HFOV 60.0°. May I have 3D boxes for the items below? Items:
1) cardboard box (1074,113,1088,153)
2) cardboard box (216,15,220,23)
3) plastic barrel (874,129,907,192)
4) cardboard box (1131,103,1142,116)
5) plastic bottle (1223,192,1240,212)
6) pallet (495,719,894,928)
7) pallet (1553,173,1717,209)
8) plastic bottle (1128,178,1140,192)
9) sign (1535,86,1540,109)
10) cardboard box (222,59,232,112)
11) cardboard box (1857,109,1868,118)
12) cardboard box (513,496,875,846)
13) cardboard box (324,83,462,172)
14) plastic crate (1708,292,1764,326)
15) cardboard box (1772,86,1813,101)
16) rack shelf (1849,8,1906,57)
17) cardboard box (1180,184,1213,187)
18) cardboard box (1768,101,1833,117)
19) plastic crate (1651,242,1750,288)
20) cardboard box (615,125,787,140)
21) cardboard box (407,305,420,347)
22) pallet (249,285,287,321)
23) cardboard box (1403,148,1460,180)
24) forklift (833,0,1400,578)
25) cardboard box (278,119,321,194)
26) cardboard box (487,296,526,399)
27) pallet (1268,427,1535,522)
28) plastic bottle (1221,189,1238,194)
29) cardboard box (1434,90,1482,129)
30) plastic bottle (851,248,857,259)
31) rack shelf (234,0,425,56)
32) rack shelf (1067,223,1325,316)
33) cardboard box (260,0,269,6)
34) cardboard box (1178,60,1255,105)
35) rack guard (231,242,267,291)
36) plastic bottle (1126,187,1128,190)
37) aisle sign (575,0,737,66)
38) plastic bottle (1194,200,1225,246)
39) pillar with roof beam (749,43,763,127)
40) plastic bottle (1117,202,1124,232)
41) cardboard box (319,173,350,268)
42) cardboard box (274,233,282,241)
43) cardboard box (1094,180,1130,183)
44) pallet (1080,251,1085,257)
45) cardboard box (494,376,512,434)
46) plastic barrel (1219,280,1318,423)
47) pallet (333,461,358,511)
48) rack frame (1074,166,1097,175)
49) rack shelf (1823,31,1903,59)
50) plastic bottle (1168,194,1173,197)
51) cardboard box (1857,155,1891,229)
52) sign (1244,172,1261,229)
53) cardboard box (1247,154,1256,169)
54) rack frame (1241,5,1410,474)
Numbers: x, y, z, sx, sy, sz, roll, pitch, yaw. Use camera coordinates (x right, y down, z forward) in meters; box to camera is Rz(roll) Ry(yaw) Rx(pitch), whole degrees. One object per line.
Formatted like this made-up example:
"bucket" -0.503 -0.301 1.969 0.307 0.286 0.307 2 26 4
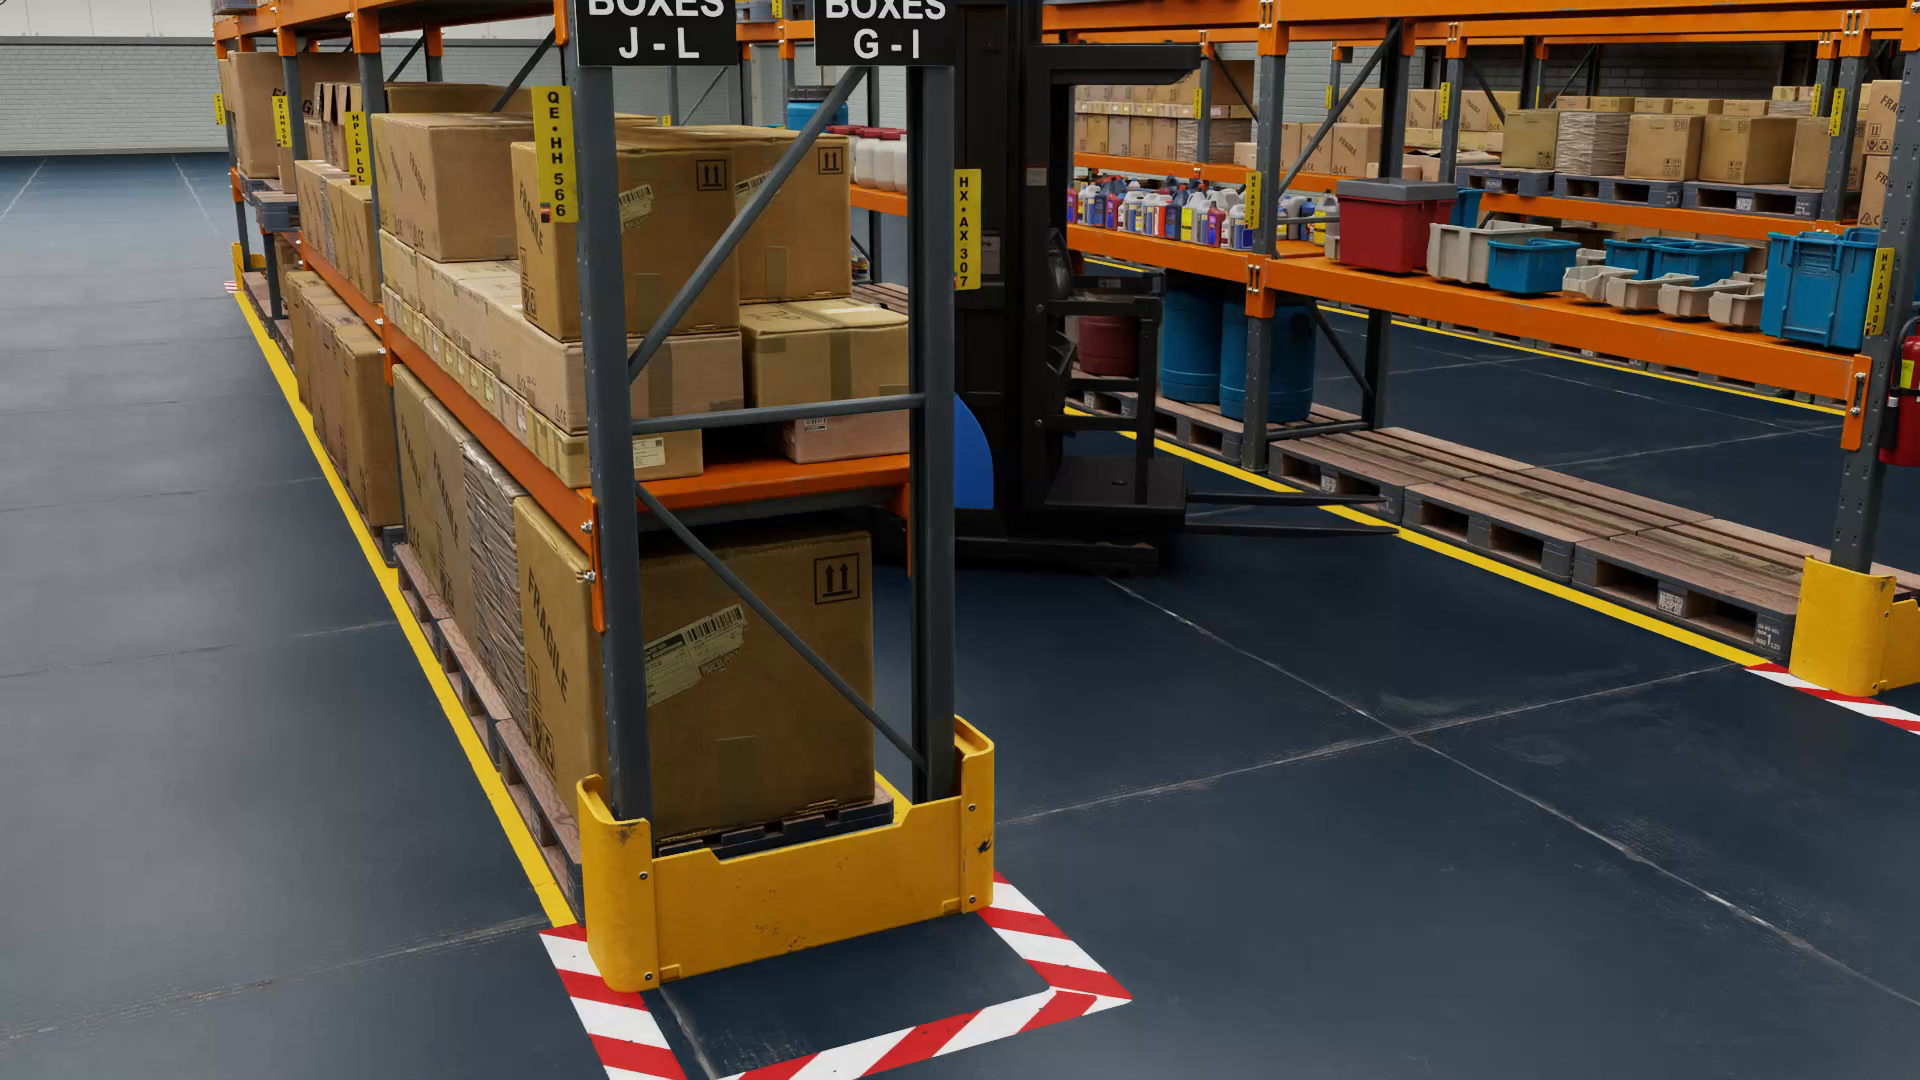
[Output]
"cardboard box" 1.835 -5.296 21.586 0.700 0.500 0.500 -7 17 -23
"cardboard box" -7.289 -5.391 16.931 0.500 0.250 0.500 -8 18 -26
"plastic barrel" -0.562 -3.418 14.976 0.433 0.535 0.433 0 16 0
"cardboard box" 2.293 -5.220 20.144 0.380 0.149 0.250 -7 17 -23
"plastic bottle" 1.808 -2.234 11.323 0.152 0.276 0.135 -8 18 -25
"pallet" -0.910 0.820 5.510 1.003 0.211 1.213 -8 18 -25
"pallet" 5.768 -2.937 13.896 1.003 0.211 1.213 -8 18 -25
"plastic bottle" 1.324 -2.618 12.670 0.097 0.271 0.097 0 16 0
"sign" 5.396 -4.098 15.636 0.100 0.325 0.005 -8 18 -25
"cardboard box" -7.070 -4.552 16.643 0.500 0.500 0.500 -8 18 -25
"cardboard box" 9.346 -4.160 17.052 0.500 0.500 0.500 -7 17 -23
"cardboard box" -0.842 0.339 5.222 0.875 0.875 0.875 -8 18 -25
"cardboard box" -3.406 -2.500 10.025 0.797 0.503 0.637 -7 18 -24
"plastic crate" 3.443 -1.012 7.210 0.396 0.136 0.243 -8 18 -25
"cardboard box" 9.031 -4.842 18.031 0.380 0.149 0.250 -11 19 -34
"rack shelf" 7.541 -3.120 10.049 1.077 0.370 4.000 -8 18 -25
"cardboard box" 2.800 -4.144 20.619 0.500 0.500 0.500 -8 18 -25
"cardboard box" 9.149 -4.486 17.965 0.700 0.500 0.500 -10 19 -31
"plastic crate" 3.574 -1.306 8.058 0.416 0.233 0.300 -8 18 -25
"cardboard box" -0.909 -1.166 5.749 0.500 0.500 0.500 -8 18 -26
"cardboard box" -2.064 -0.894 6.882 0.380 0.149 0.250 -8 18 -26
"pallet" -6.611 -2.432 16.842 1.003 0.211 1.213 -8 18 -25
"cardboard box" 4.694 -3.714 16.415 0.500 0.311 0.500 -8 18 -26
"forklift" 0.684 -1.383 8.256 3.031 2.935 1.130 2 16 8
"cardboard box" -4.601 -2.820 12.198 0.700 0.500 0.500 -5 17 -17
"cardboard box" -1.162 -0.616 5.193 0.500 0.250 0.500 -8 18 -26
"pallet" 2.567 -0.404 9.775 1.003 0.211 1.213 -8 18 -25
"plastic bottle" 1.843 -2.310 11.587 0.152 0.276 0.135 -8 18 -25
"cardboard box" 6.691 -5.730 22.155 0.500 0.500 0.500 -8 18 -26
"plastic bottle" -1.206 -3.017 17.965 0.152 0.276 0.135 -7 17 -23
"rack shelf" -4.871 -3.907 12.794 1.077 0.370 4.000 -8 18 -25
"rack shelf" 1.334 -2.072 11.837 1.077 0.370 4.000 -8 18 -25
"cardboard box" -4.653 -3.894 11.718 0.500 0.250 0.500 -8 18 -25
"cardboard box" 2.960 -5.284 19.193 0.700 0.500 0.500 -8 18 -25
"rack guard" -7.466 -3.078 18.572 1.175 0.500 0.348 -8 18 -25
"plastic bottle" 1.282 -2.609 12.764 0.097 0.201 0.097 0 16 0
"aisle sign" -0.728 -1.527 3.920 0.394 0.787 0.004 -8 18 -25
"plastic bottle" 1.587 -2.011 10.547 0.152 0.276 0.135 -8 18 -25
"pillar with roof beam" -10.070 -15.828 47.591 9.100 9.000 0.400 -8 18 -25
"plastic bottle" 1.130 -2.217 11.398 0.097 0.201 0.097 0 16 0
"cardboard box" -3.353 -1.831 9.513 0.500 0.500 0.500 -8 18 -25
"cardboard box" -6.948 -2.998 17.531 0.500 0.500 0.500 -3 16 -10
"cardboard box" 1.894 -4.330 21.264 0.500 0.500 0.500 -8 18 -25
"pallet" 1.780 -3.970 22.202 1.003 0.211 1.213 -8 18 -25
"cardboard box" -1.275 -0.448 5.330 0.380 0.149 0.250 -7 18 -24
"plastic barrel" 1.987 -1.252 10.718 0.600 0.901 0.708 -8 18 -25
"pallet" -3.186 -0.468 9.999 1.003 0.211 1.213 -8 18 -25
"rack frame" 1.407 -5.495 22.461 1.000 3.000 0.127 -8 18 -25
"rack shelf" 10.240 -4.711 15.595 1.077 0.370 4.000 -8 18 -25
"plastic bottle" 1.411 -2.187 11.168 0.097 0.271 0.097 0 16 0
"cardboard box" 6.643 -2.408 11.523 0.500 0.500 0.500 -7 17 -23
"sign" 1.715 -1.989 9.741 0.100 0.325 0.005 -8 18 -25
"cardboard box" 3.364 -4.138 18.187 0.380 0.149 0.250 -8 18 -25
"rack frame" 2.210 -1.922 10.009 1.000 3.000 0.127 -8 18 -25
